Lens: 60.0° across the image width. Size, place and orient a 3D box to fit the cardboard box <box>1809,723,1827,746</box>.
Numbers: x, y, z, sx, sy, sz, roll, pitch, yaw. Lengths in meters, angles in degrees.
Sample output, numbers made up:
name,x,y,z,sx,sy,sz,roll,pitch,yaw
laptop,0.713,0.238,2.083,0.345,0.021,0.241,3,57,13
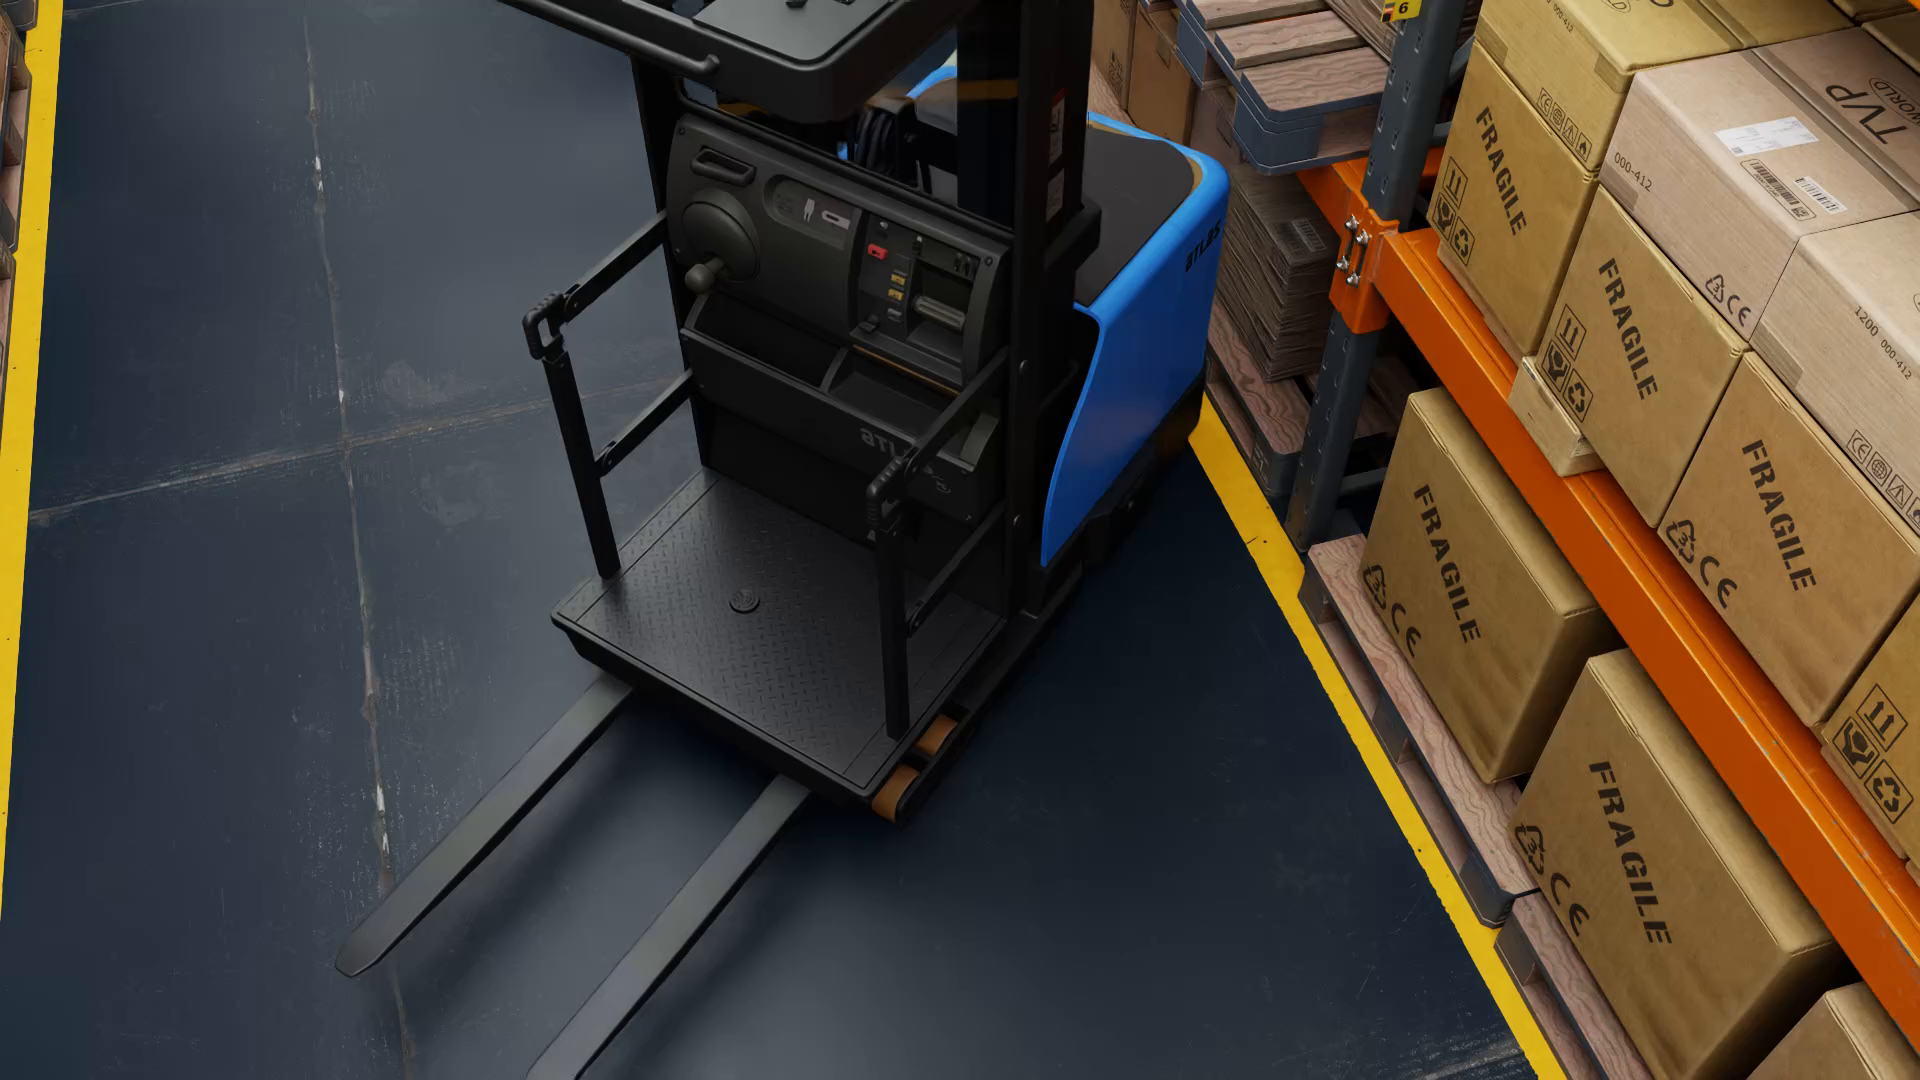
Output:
name,x,y,z,sx,sy,sz,roll,pitch,yaw
cardboard box,1.806,0.224,3.251,0.380,0.149,0.250,-13,51,-10

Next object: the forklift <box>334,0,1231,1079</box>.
name,x,y,z,sx,sy,sz,roll,pitch,yaw
forklift,-0.432,-0.587,3.828,1.130,2.935,3.031,26,55,21

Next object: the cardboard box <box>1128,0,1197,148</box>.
name,x,y,z,sx,sy,sz,roll,pitch,yaw
cardboard box,1.045,-1.686,6.057,0.700,0.500,0.500,-14,51,-11

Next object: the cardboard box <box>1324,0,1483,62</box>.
name,x,y,z,sx,sy,sz,roll,pitch,yaw
cardboard box,1.374,-1.592,4.277,0.700,0.500,0.500,-19,52,-15

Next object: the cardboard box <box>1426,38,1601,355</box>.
name,x,y,z,sx,sy,sz,roll,pitch,yaw
cardboard box,1.422,-0.799,3.689,0.500,0.500,0.500,-12,51,-10

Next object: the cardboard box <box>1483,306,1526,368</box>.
name,x,y,z,sx,sy,sz,roll,pitch,yaw
cardboard box,1.465,-0.524,3.881,0.380,0.149,0.250,-13,51,-10

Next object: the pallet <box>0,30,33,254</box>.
name,x,y,z,sx,sy,sz,roll,pitch,yaw
pallet,-4.136,-1.448,6.332,1.003,0.211,1.213,-13,51,-11

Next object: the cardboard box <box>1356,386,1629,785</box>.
name,x,y,z,sx,sy,sz,roll,pitch,yaw
cardboard box,1.615,0.047,4.380,0.750,0.750,0.750,-14,51,-11

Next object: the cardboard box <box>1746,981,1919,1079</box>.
name,x,y,z,sx,sy,sz,roll,pitch,yaw
cardboard box,2.123,1.308,3.317,0.750,0.750,0.750,-12,51,-10

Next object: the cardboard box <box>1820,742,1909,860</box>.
name,x,y,z,sx,sy,sz,roll,pitch,yaw
cardboard box,1.863,0.408,3.095,0.380,0.149,0.250,-13,51,-11

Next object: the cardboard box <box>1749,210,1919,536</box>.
name,x,y,z,sx,sy,sz,roll,pitch,yaw
cardboard box,1.722,-0.307,2.783,0.500,0.250,0.500,-13,51,-11

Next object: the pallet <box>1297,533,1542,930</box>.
name,x,y,z,sx,sy,sz,roll,pitch,yaw
pallet,1.684,0.415,4.762,1.003,0.211,1.213,-13,51,-11

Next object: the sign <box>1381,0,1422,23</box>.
name,x,y,z,sx,sy,sz,roll,pitch,yaw
sign,1.007,-1.295,3.674,0.100,0.325,0.005,-13,51,-11

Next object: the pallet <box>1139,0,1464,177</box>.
name,x,y,z,sx,sy,sz,roll,pitch,yaw
pallet,1.210,-1.512,4.688,1.213,0.211,1.003,-13,51,-11

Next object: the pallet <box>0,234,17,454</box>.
name,x,y,z,sx,sy,sz,roll,pitch,yaw
pallet,-3.772,-0.555,5.580,1.003,0.211,1.213,-13,51,-11

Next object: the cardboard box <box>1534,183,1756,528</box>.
name,x,y,z,sx,sy,sz,roll,pitch,yaw
cardboard box,1.568,-0.414,3.364,0.500,0.500,0.500,-12,51,-10

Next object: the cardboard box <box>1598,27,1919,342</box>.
name,x,y,z,sx,sy,sz,roll,pitch,yaw
cardboard box,1.570,-0.671,3.090,0.500,0.250,0.500,-14,51,-11

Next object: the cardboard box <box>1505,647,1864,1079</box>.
name,x,y,z,sx,sy,sz,roll,pitch,yaw
cardboard box,1.868,0.688,3.839,0.750,0.750,0.750,-14,51,-11

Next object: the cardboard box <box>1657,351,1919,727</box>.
name,x,y,z,sx,sy,sz,roll,pitch,yaw
cardboard box,1.713,-0.052,3.059,0.500,0.500,0.500,-14,51,-11

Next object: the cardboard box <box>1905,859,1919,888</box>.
name,x,y,z,sx,sy,sz,roll,pitch,yaw
cardboard box,1.934,0.602,2.932,0.380,0.149,0.250,-12,51,-10

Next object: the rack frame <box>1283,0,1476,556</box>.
name,x,y,z,sx,sy,sz,roll,pitch,yaw
rack frame,1.523,-1.077,4.196,1.000,3.000,0.127,-13,51,-11

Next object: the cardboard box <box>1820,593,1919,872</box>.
name,x,y,z,sx,sy,sz,roll,pitch,yaw
cardboard box,1.875,0.327,2.740,0.500,0.500,0.500,-12,51,-10

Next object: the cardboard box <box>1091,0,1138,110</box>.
name,x,y,z,sx,sy,sz,roll,pitch,yaw
cardboard box,0.886,-2.053,6.366,0.700,0.500,0.500,-13,51,-11

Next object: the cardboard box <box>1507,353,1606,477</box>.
name,x,y,z,sx,sy,sz,roll,pitch,yaw
cardboard box,1.463,-0.311,3.701,0.380,0.149,0.250,-12,51,-10

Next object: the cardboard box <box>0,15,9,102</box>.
name,x,y,z,sx,sy,sz,roll,pitch,yaw
cardboard box,-3.992,-1.888,6.403,0.500,0.250,0.500,-14,51,-11

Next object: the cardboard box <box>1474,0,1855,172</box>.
name,x,y,z,sx,sy,sz,roll,pitch,yaw
cardboard box,1.419,-1.042,3.403,0.500,0.250,0.500,-12,51,-10

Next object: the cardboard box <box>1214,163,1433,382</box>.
name,x,y,z,sx,sy,sz,roll,pitch,yaw
cardboard box,1.260,-0.927,5.417,0.700,0.500,0.500,-13,51,-10

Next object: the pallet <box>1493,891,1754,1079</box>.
name,x,y,z,sx,sy,sz,roll,pitch,yaw
pallet,2.041,1.304,4.013,1.003,0.211,1.213,-13,51,-11

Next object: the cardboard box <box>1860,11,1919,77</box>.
name,x,y,z,sx,sy,sz,roll,pitch,yaw
cardboard box,2.054,-0.802,3.200,0.500,0.250,0.500,-15,51,-12

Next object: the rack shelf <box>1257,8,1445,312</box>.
name,x,y,z,sx,sy,sz,roll,pitch,yaw
rack shelf,0.931,-2.306,5.703,1.077,0.370,4.000,-13,51,-11

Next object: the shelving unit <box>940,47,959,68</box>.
name,x,y,z,sx,sy,sz,roll,pitch,yaw
shelving unit,0.042,-1.616,5.631,0.431,1.500,0.755,21,53,17

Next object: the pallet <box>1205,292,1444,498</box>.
name,x,y,z,sx,sy,sz,roll,pitch,yaw
pallet,1.293,-0.749,5.744,1.003,0.211,1.213,-13,51,-11

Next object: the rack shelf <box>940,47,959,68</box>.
name,x,y,z,sx,sy,sz,roll,pitch,yaw
rack shelf,0.042,-1.406,5.881,0.431,0.370,0.720,21,53,17

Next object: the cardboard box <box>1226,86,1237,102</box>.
name,x,y,z,sx,sy,sz,roll,pitch,yaw
cardboard box,1.151,-1.599,5.493,0.500,0.250,0.500,-12,51,-10

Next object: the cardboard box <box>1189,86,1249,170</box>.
name,x,y,z,sx,sy,sz,roll,pitch,yaw
cardboard box,1.219,-1.330,5.756,0.700,0.500,0.500,-13,51,-11

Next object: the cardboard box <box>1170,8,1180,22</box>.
name,x,y,z,sx,sy,sz,roll,pitch,yaw
cardboard box,0.994,-1.974,5.809,0.500,0.250,0.500,-14,51,-11

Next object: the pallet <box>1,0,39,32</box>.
name,x,y,z,sx,sy,sz,roll,pitch,yaw
pallet,-4.587,-2.567,7.276,1.003,0.211,1.213,-13,51,-11

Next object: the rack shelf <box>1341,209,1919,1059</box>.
name,x,y,z,sx,sy,sz,roll,pitch,yaw
rack shelf,2.114,0.616,3.240,1.077,0.370,4.000,-13,51,-11

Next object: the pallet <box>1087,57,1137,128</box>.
name,x,y,z,sx,sy,sz,roll,pitch,yaw
pallet,0.936,-1.639,6.494,1.003,0.211,1.213,-13,51,-11

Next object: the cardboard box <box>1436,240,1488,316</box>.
name,x,y,z,sx,sy,sz,roll,pitch,yaw
cardboard box,1.399,-0.710,4.038,0.380,0.149,0.250,-14,51,-12

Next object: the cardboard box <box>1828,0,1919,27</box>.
name,x,y,z,sx,sy,sz,roll,pitch,yaw
cardboard box,1.904,-1.181,3.520,0.500,0.250,0.500,-12,51,-10

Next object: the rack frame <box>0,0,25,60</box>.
name,x,y,z,sx,sy,sz,roll,pitch,yaw
rack frame,-4.391,-2.876,5.712,1.000,3.000,0.127,-13,51,-11
